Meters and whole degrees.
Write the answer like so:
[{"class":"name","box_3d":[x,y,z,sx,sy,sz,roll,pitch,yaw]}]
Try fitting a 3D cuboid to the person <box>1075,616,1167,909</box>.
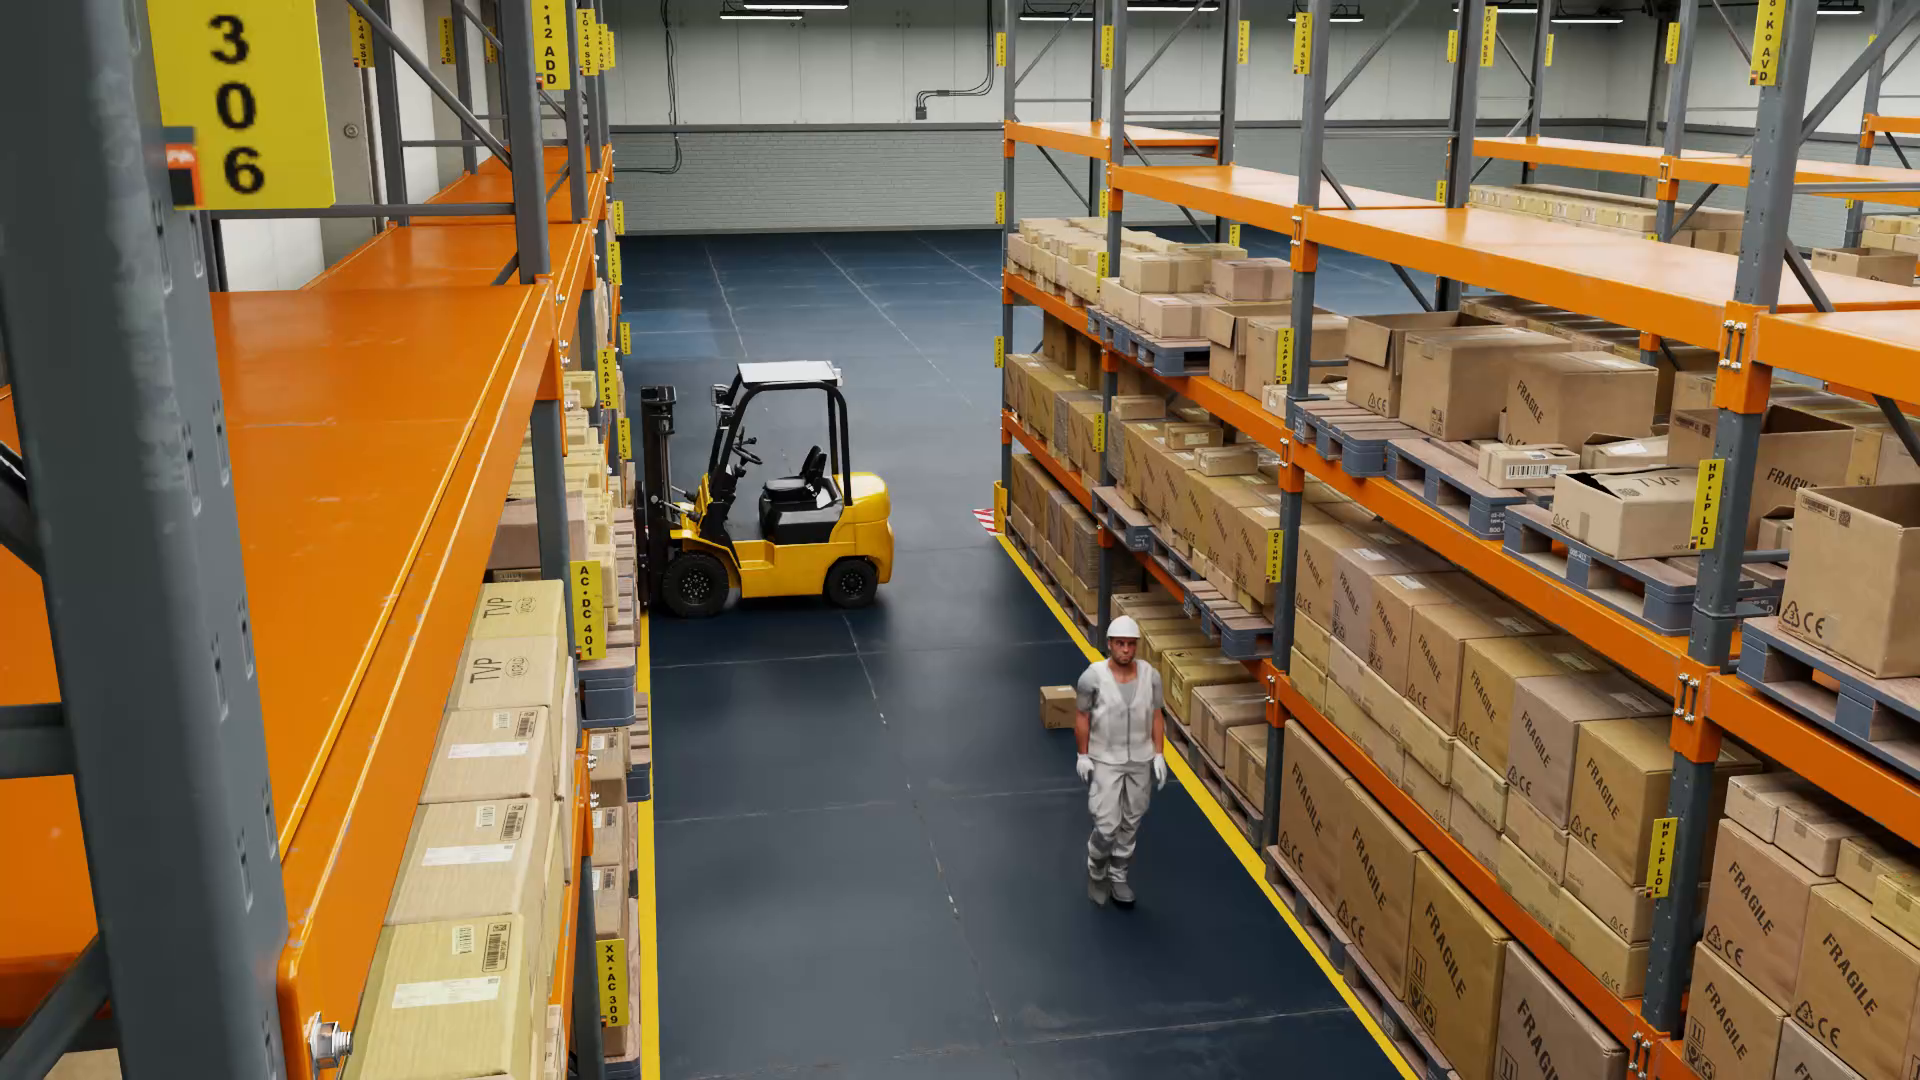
[{"class":"person","box_3d":[0.971,1.336,9.834,0.525,1.806,0.448,-4,17,-13]}]
